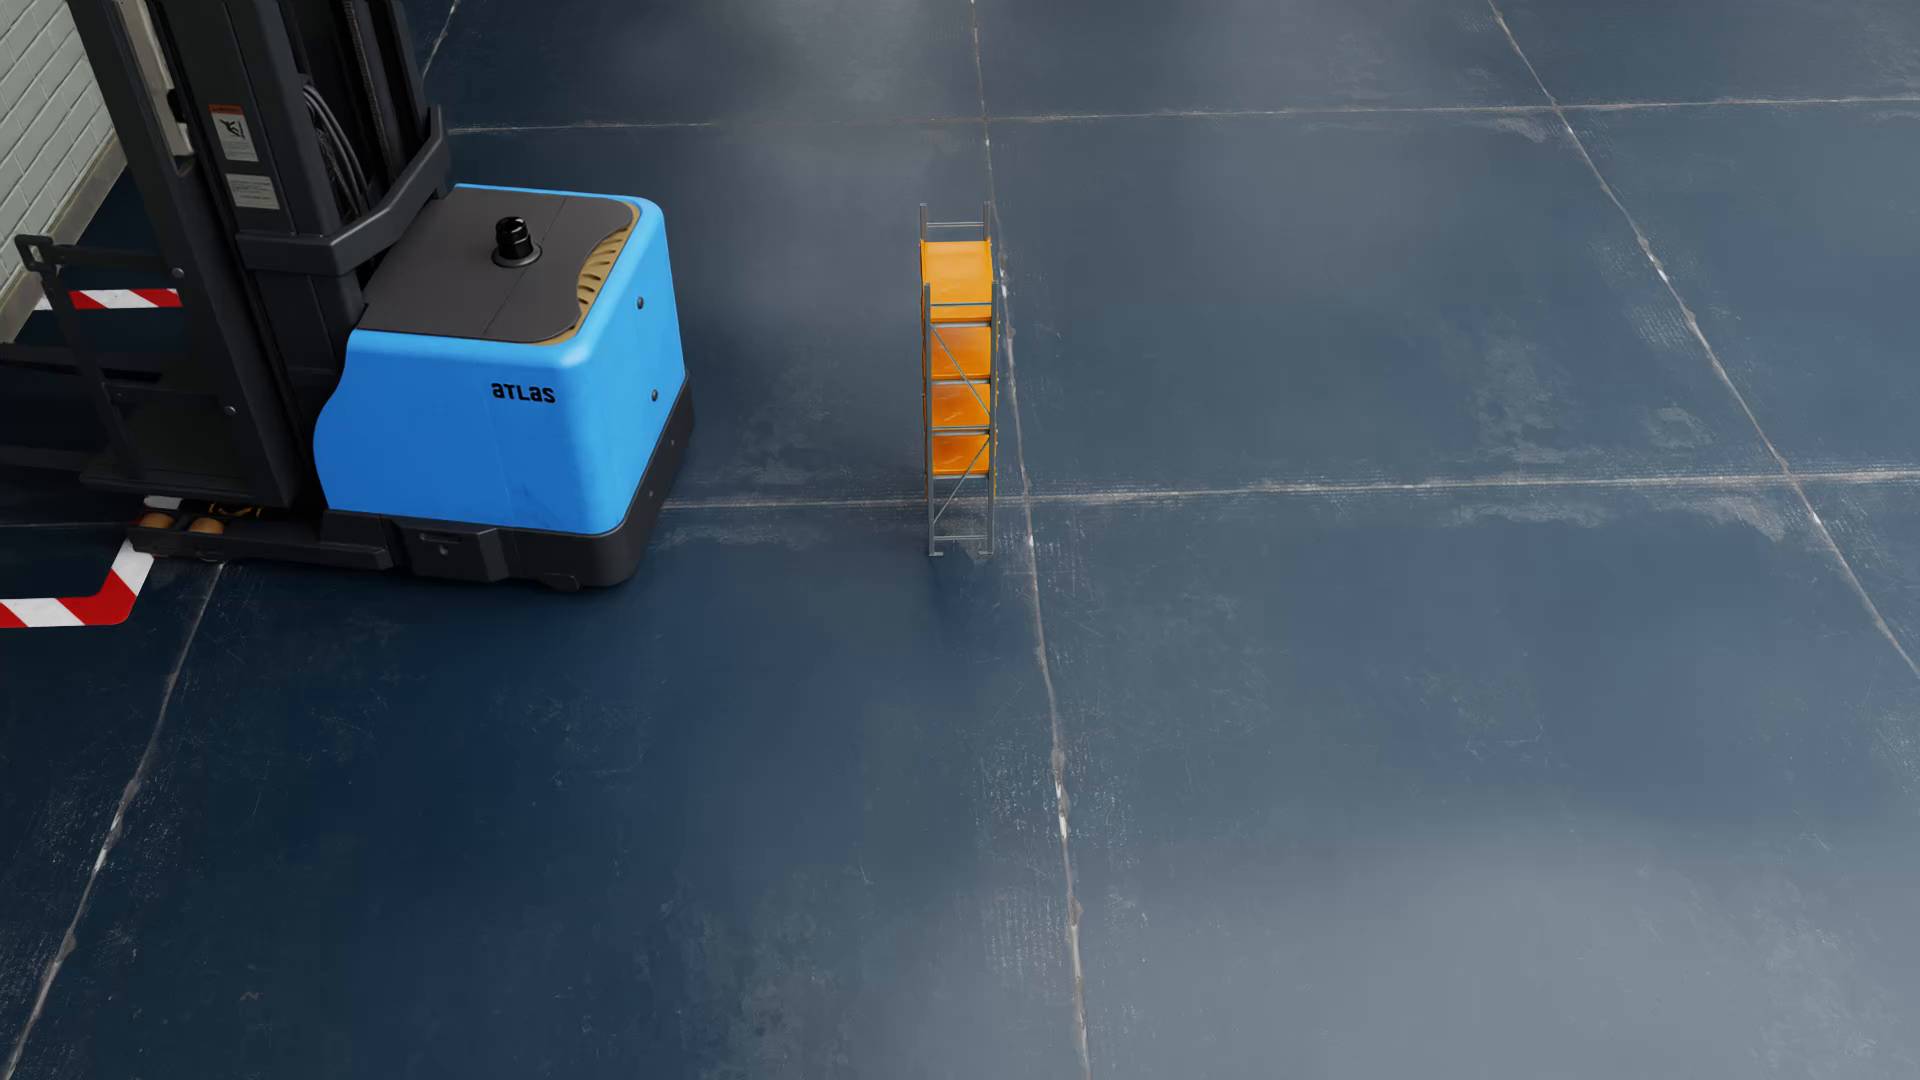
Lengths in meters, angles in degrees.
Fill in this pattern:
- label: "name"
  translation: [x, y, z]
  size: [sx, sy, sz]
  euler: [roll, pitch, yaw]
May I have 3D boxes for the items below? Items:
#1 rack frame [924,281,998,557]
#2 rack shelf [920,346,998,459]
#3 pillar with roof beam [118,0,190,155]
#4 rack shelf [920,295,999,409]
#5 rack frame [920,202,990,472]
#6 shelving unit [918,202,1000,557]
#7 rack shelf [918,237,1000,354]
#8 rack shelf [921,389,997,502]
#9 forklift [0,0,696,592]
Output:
- label: "rack frame"
  translation: [0.003, -0.389, 5.787]
  size: [0.240, 1.200, 0.015]
  euler: [-2, 43, -2]
- label: "rack shelf"
  translation: [-0.007, -0.504, 6.012]
  size: [0.258, 0.148, 0.480]
  euler: [-2, 43, -2]
- label: "pillar with roof beam"
  translation: [0.250, -5.512, 5.603]
  size: [9.100, 9.000, 0.400]
  euler: [-2, 43, -2]
- label: "rack shelf"
  translation: [-0.007, -0.669, 5.861]
  size: [0.258, 0.148, 0.480]
  euler: [-2, 43, -2]
- label: "rack frame"
  translation: [-0.017, -0.719, 6.146]
  size: [0.240, 1.200, 0.015]
  euler: [-2, 43, -2]
- label: "shelving unit"
  translation: [-0.007, -0.554, 5.966]
  size: [0.258, 1.200, 0.503]
  euler: [-2, 43, -2]
- label: "rack shelf"
  translation: [-0.007, -0.844, 5.701]
  size: [0.258, 0.148, 0.480]
  euler: [-2, 43, -2]
- label: "rack shelf"
  translation: [-0.007, -0.358, 6.146]
  size: [0.258, 0.148, 0.480]
  euler: [-2, 43, -2]
- label: "forklift"
  translation: [-2.618, -1.347, 5.550]
  size: [3.031, 2.935, 1.130]
  euler: [6, 43, 6]
